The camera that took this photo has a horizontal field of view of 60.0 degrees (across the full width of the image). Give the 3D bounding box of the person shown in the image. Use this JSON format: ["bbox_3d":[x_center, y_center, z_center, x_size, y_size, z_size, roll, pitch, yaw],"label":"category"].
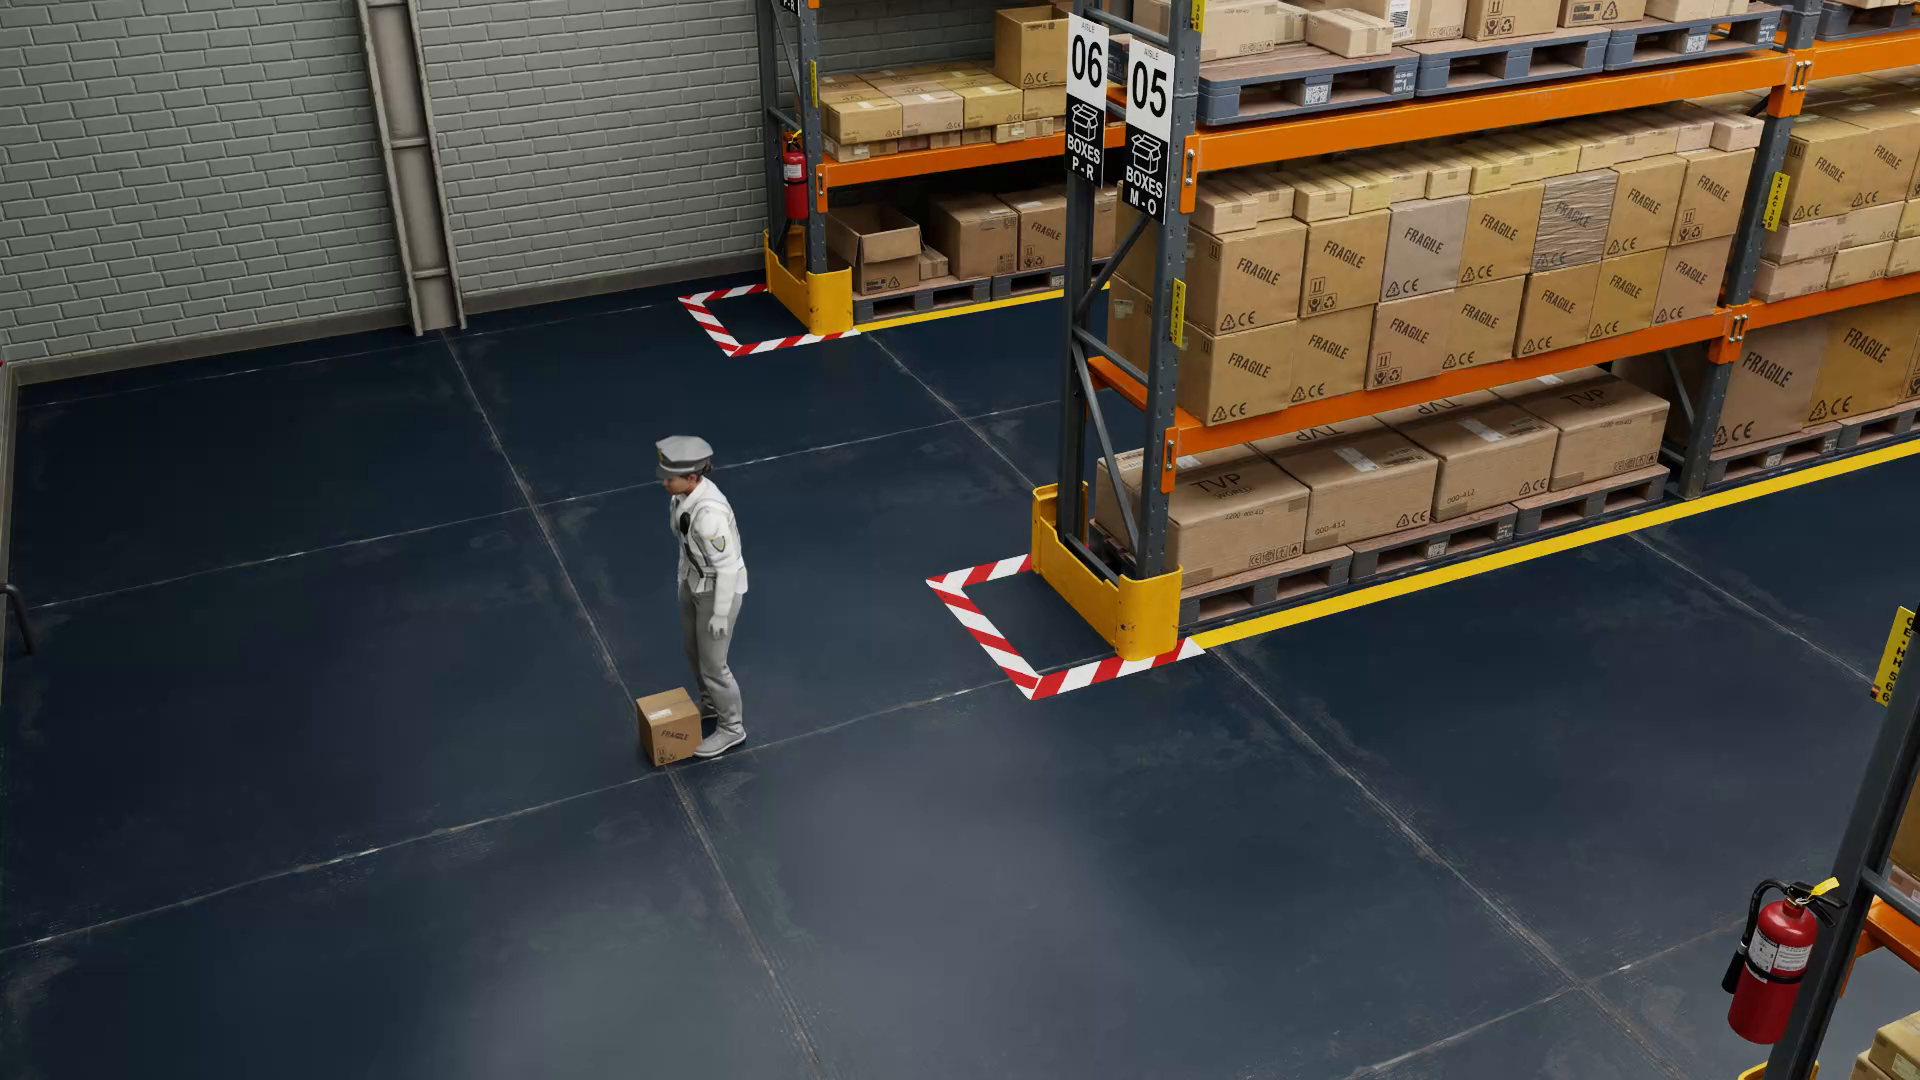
[{"bbox_3d":[-1.223,0.257,7.990,0.376,1.661,0.530,-15,33,-24],"label":"person"}]
